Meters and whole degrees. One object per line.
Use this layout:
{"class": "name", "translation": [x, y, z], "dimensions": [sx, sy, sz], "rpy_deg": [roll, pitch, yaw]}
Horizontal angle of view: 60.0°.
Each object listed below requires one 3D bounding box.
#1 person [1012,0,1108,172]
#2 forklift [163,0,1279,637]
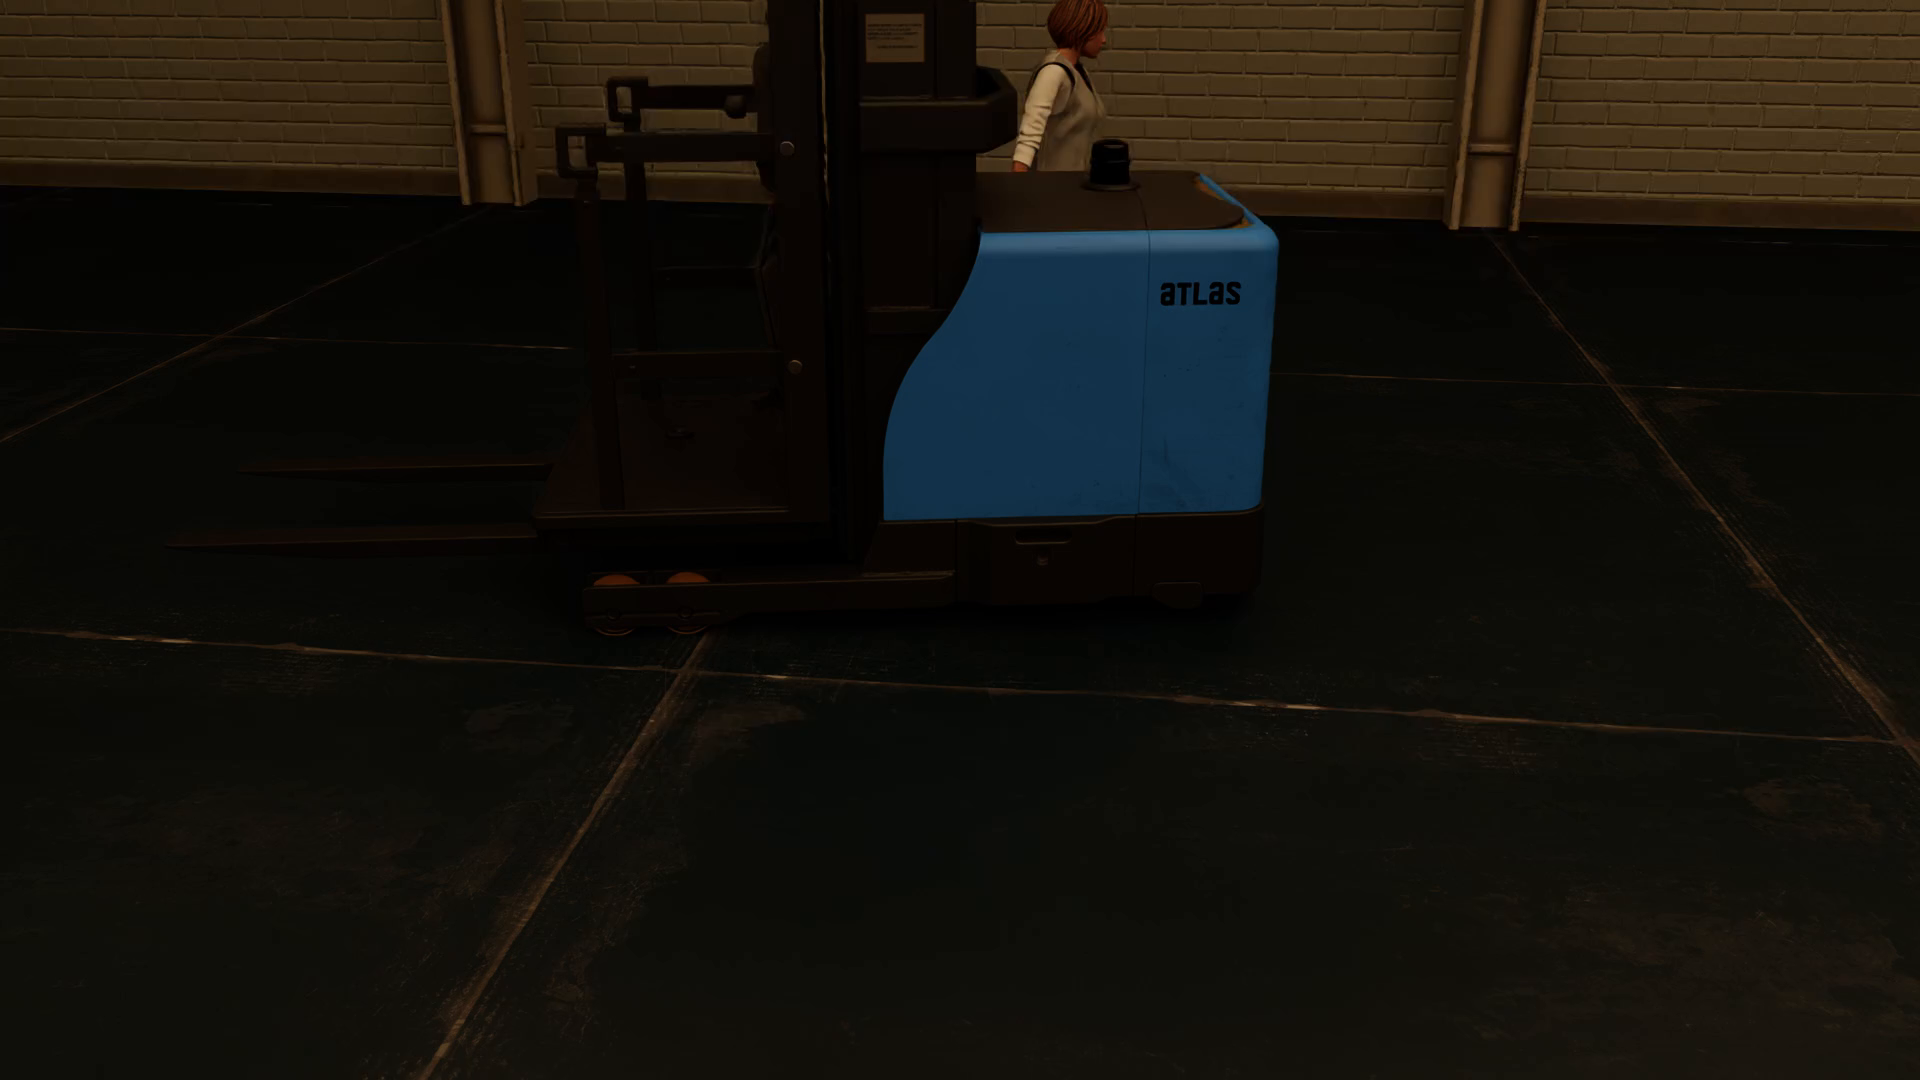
{"class": "person", "translation": [0.303, -1.252, 6.281], "dimensions": [0.438, 1.552, 0.732], "rpy_deg": [8, 23, 20]}
{"class": "forklift", "translation": [-0.693, -1.301, 4.485], "dimensions": [3.031, 2.935, 1.130], "rpy_deg": [-1, 22, -4]}
